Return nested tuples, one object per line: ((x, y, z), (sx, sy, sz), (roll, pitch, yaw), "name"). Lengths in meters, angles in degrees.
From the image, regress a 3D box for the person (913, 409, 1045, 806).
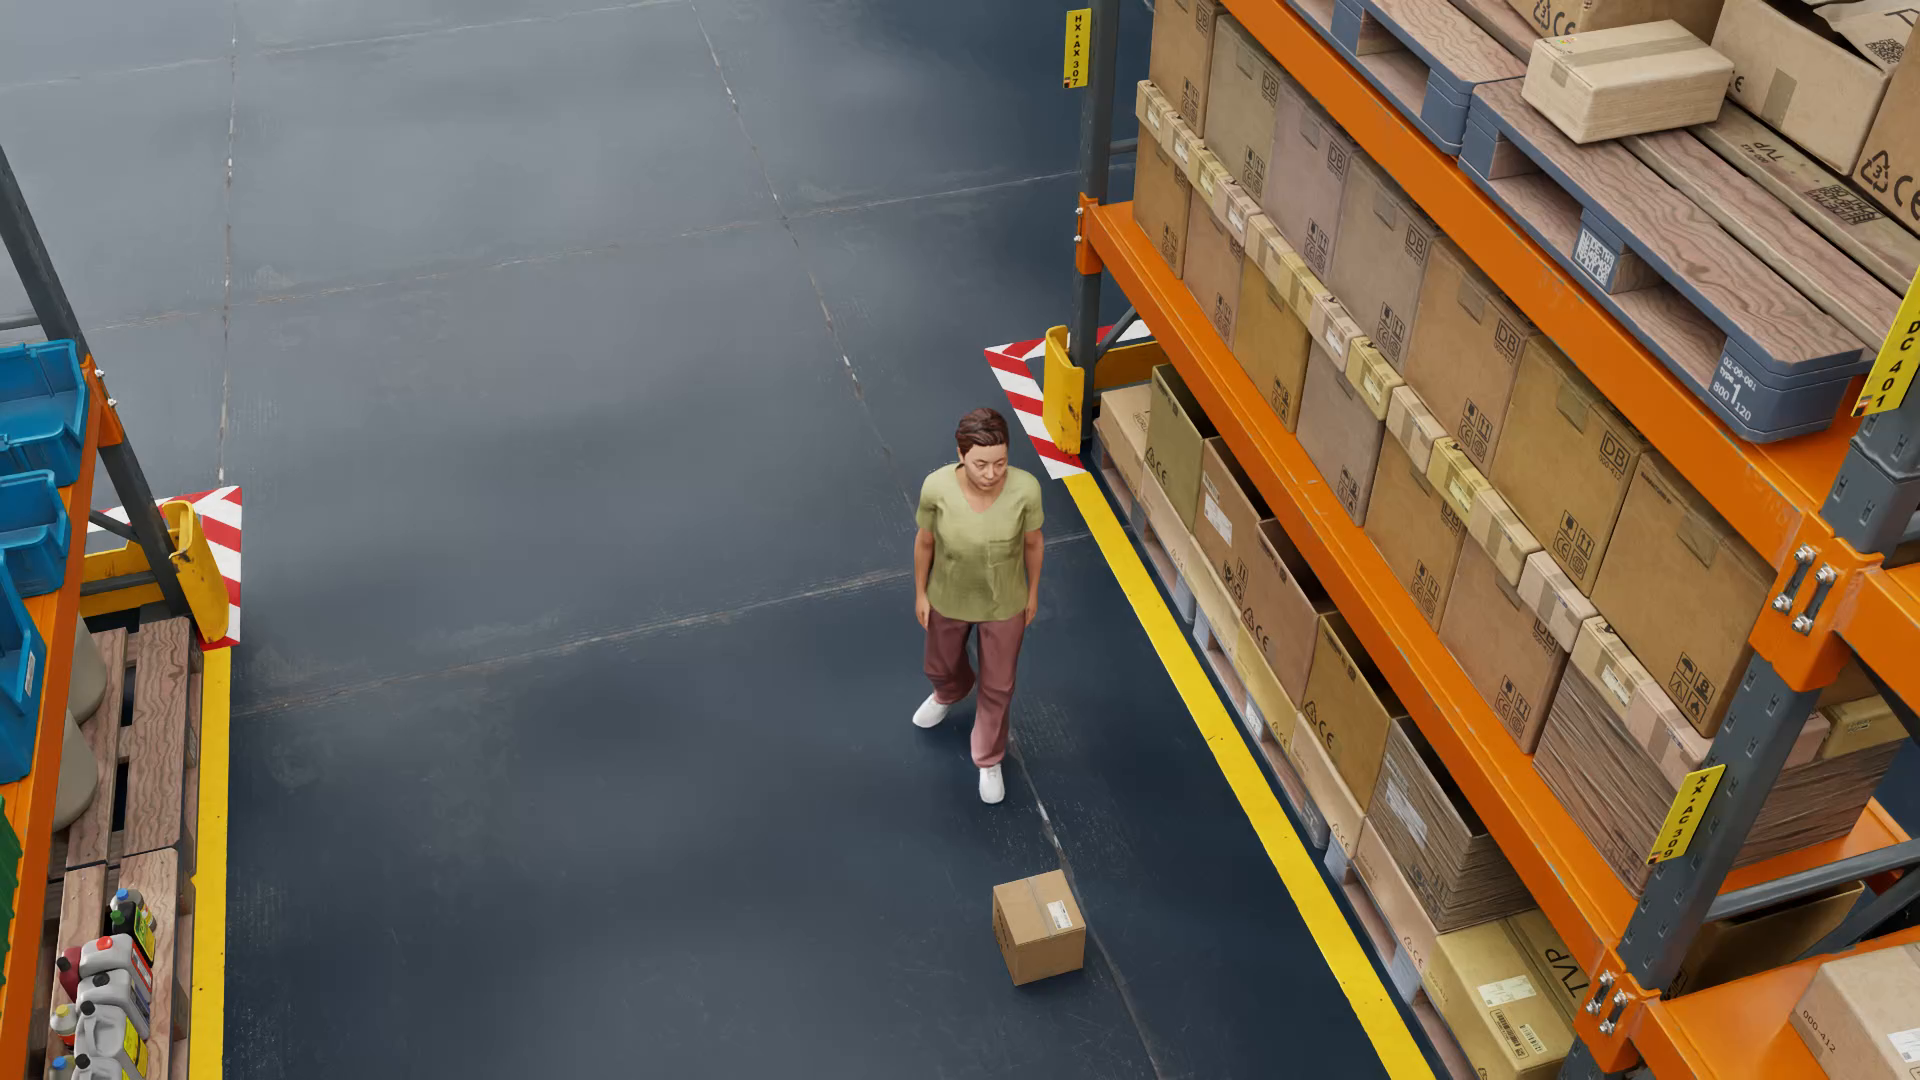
((0.051, 0.203, 5.933), (0.483, 1.672, 0.588), (3, 42, 3), "person")
